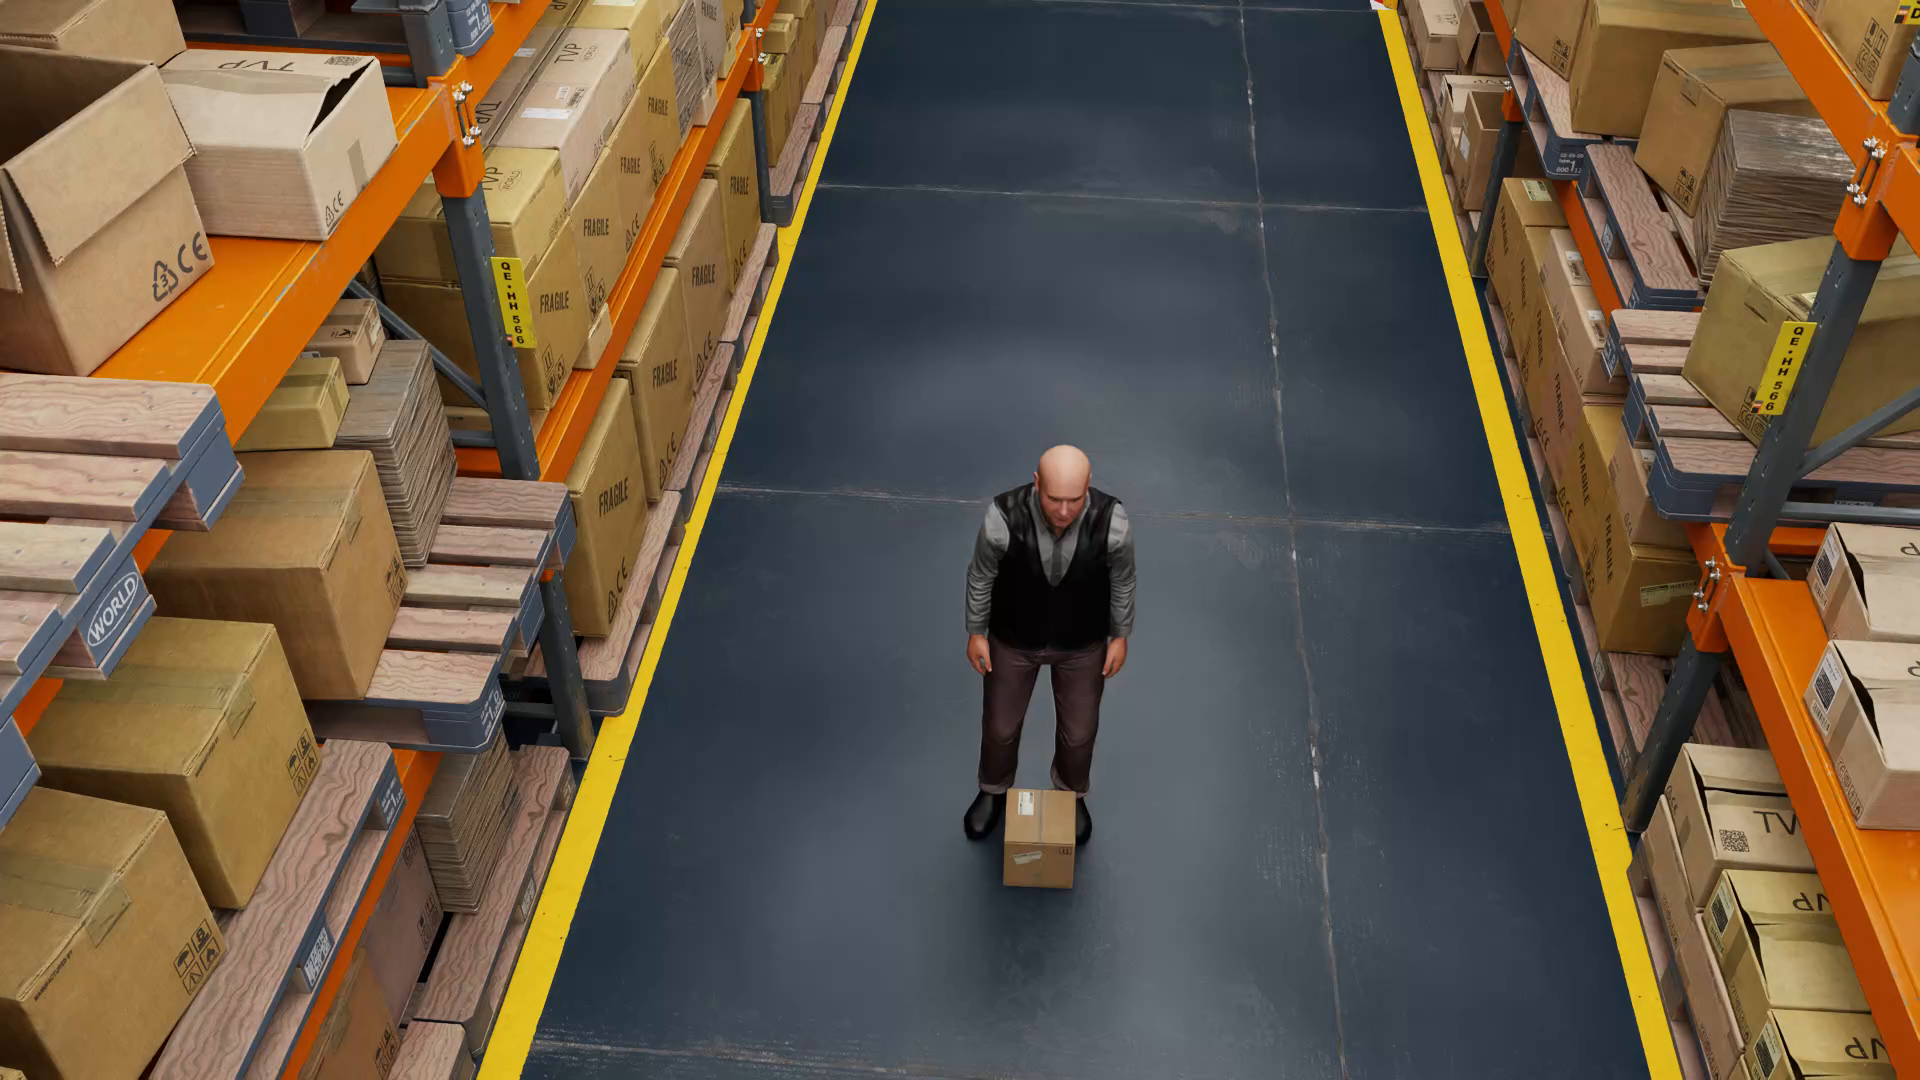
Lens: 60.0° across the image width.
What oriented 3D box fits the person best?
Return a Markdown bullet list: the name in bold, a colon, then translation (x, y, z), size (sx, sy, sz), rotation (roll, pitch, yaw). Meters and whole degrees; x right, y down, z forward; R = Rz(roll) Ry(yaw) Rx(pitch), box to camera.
- **person**: translation (0.307, 0.376, 5.805), size (0.580, 1.616, 0.425), rotation (1, 40, 2)
